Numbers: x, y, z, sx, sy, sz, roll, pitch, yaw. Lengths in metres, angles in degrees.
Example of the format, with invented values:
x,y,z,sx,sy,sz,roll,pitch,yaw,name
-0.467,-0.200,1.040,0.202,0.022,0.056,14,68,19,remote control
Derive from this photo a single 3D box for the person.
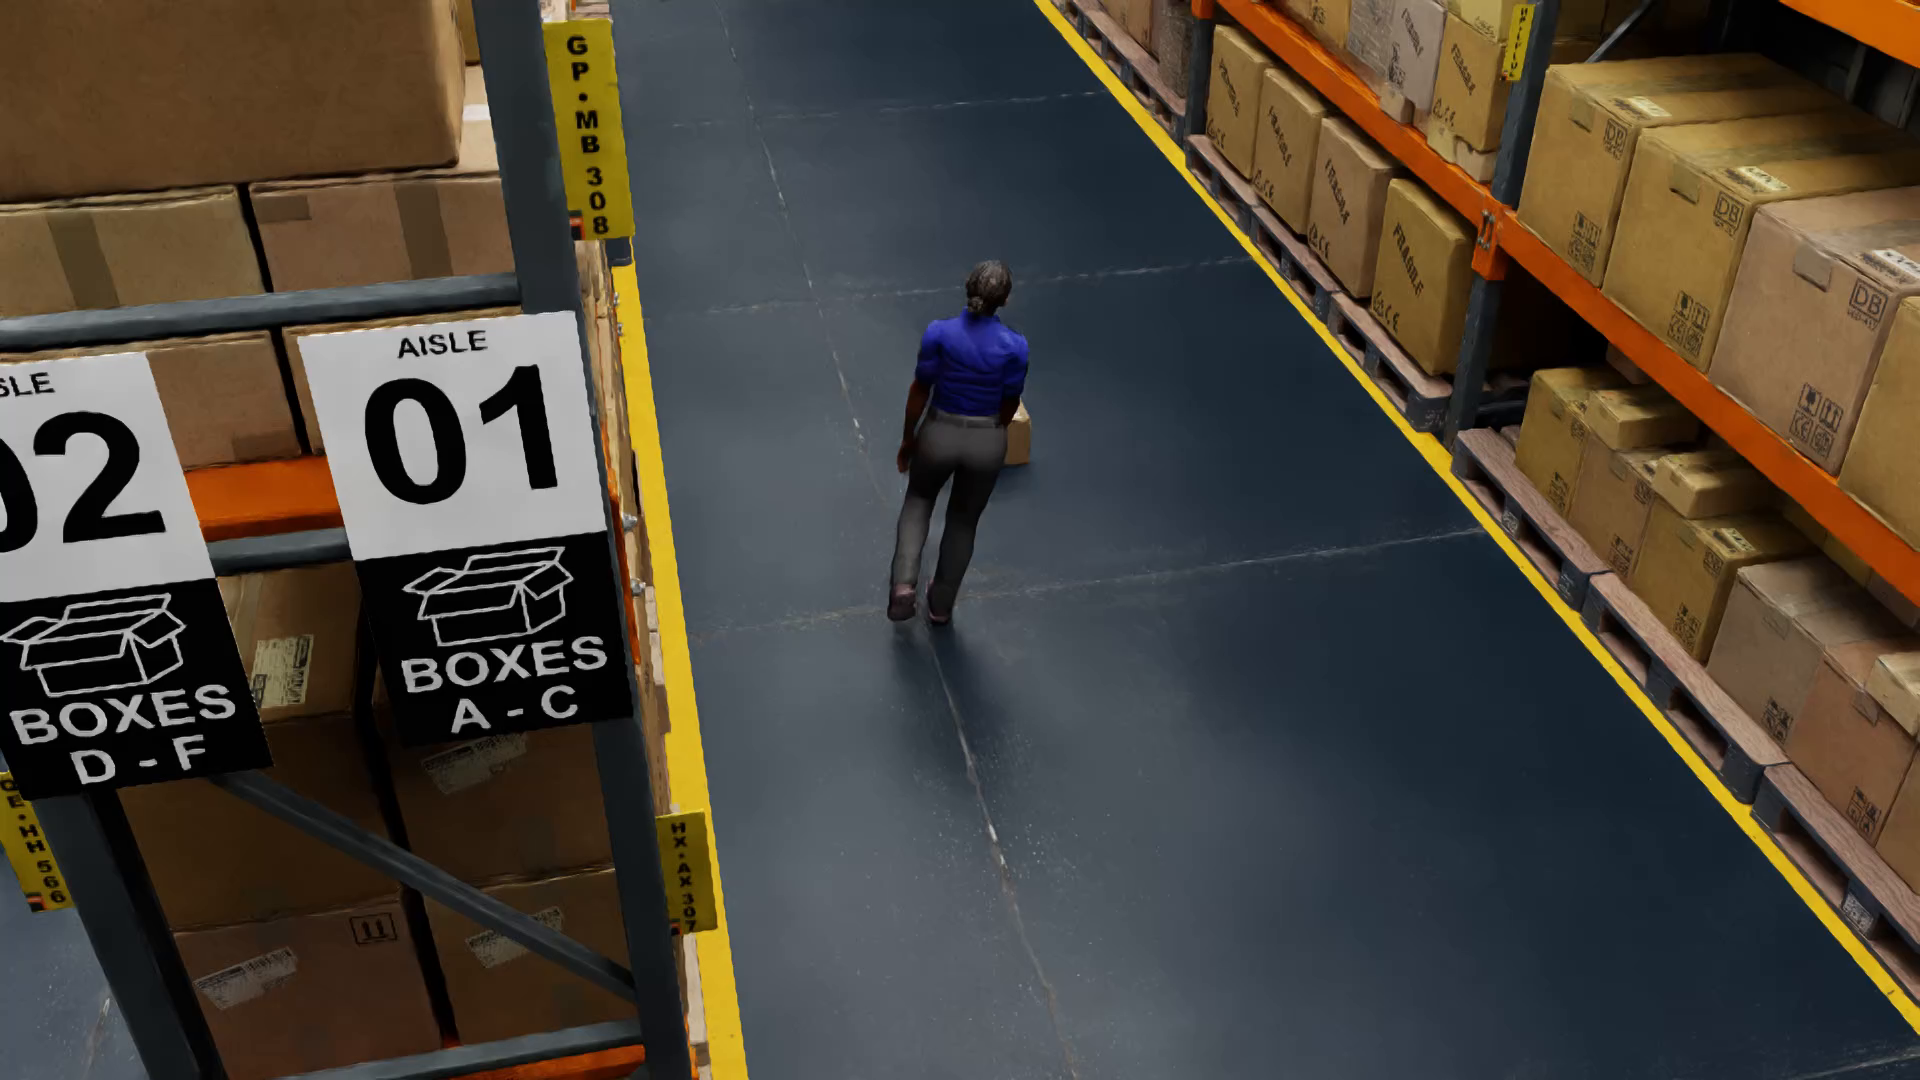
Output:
x,y,z,sx,sy,sz,roll,pitch,yaw,name
-0.017,-0.394,6.723,0.580,1.625,0.427,3,35,4,person
